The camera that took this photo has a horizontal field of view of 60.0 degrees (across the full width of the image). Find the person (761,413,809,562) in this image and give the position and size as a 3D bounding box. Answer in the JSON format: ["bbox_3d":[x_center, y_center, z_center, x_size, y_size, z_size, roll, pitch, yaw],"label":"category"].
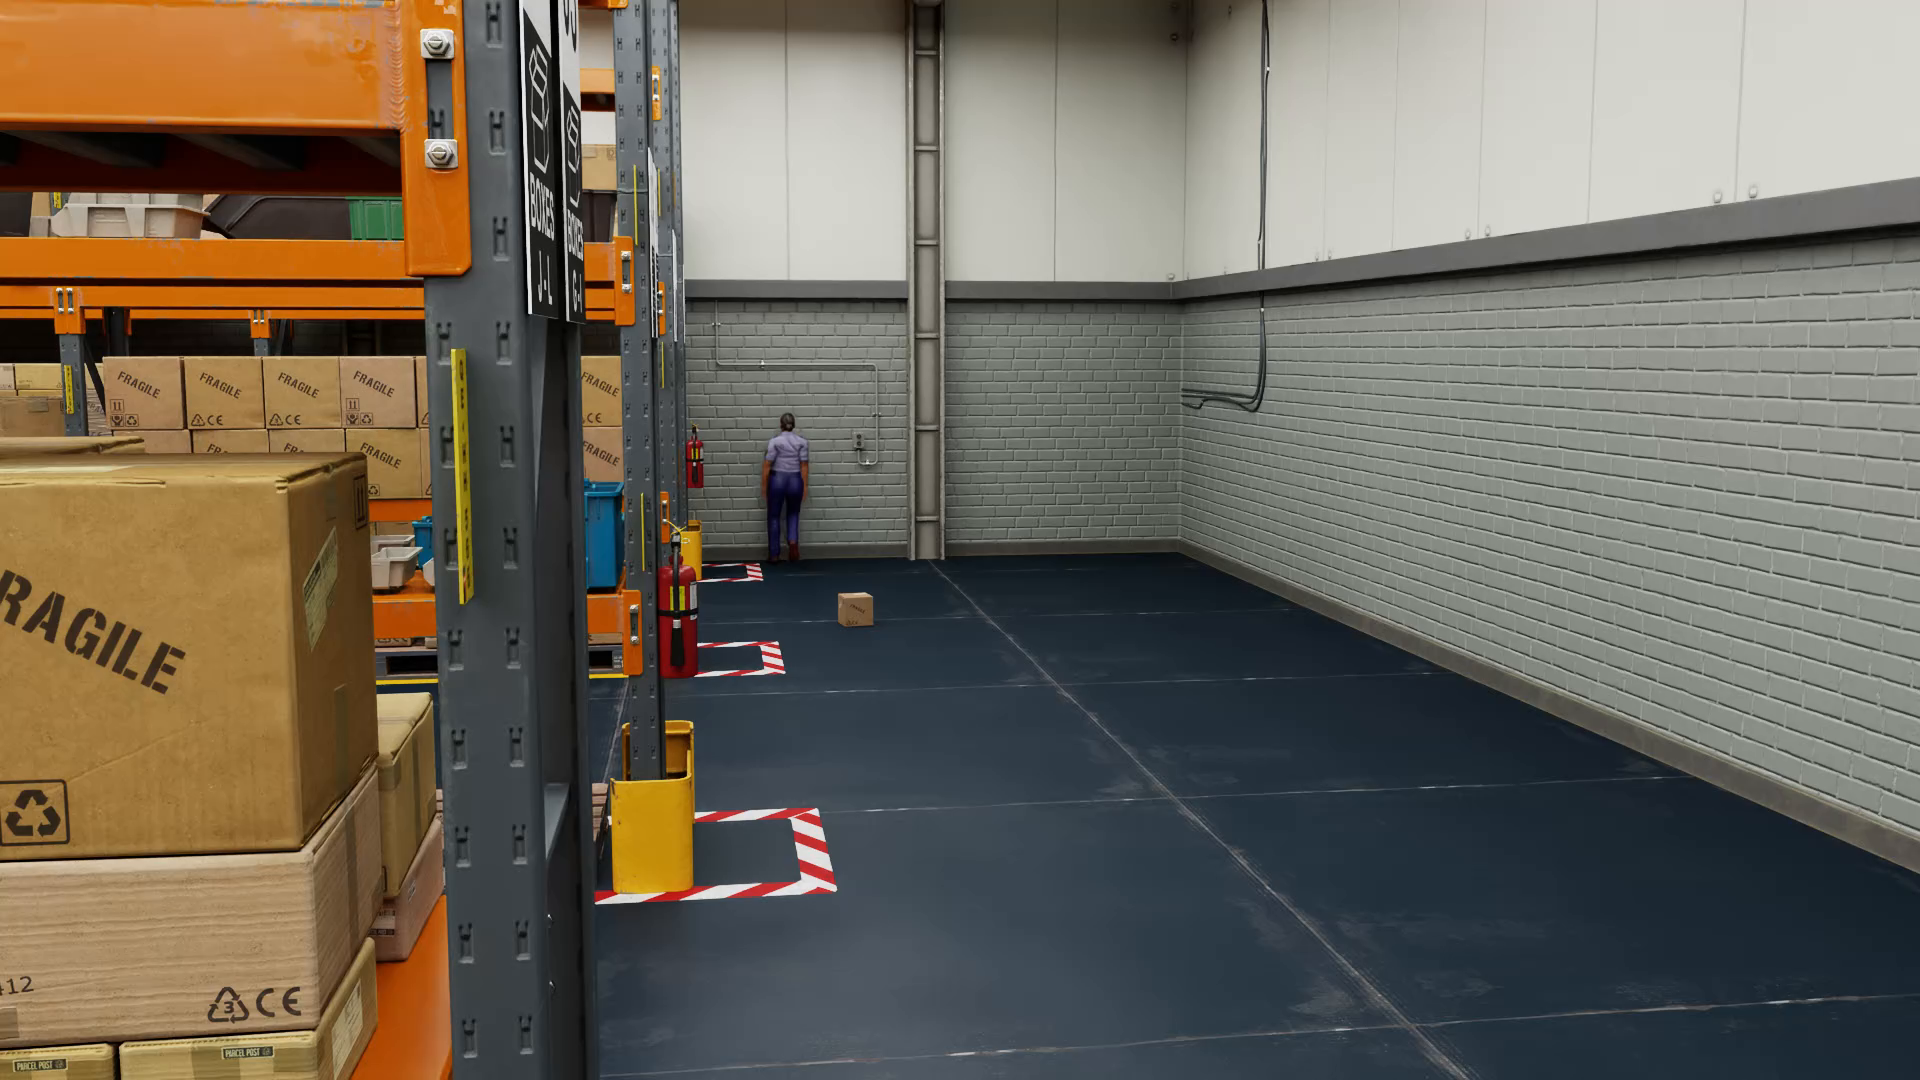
[{"bbox_3d":[-1.938,-0.568,18.259,0.509,1.636,0.482,-3,7,-21],"label":"person"}]
